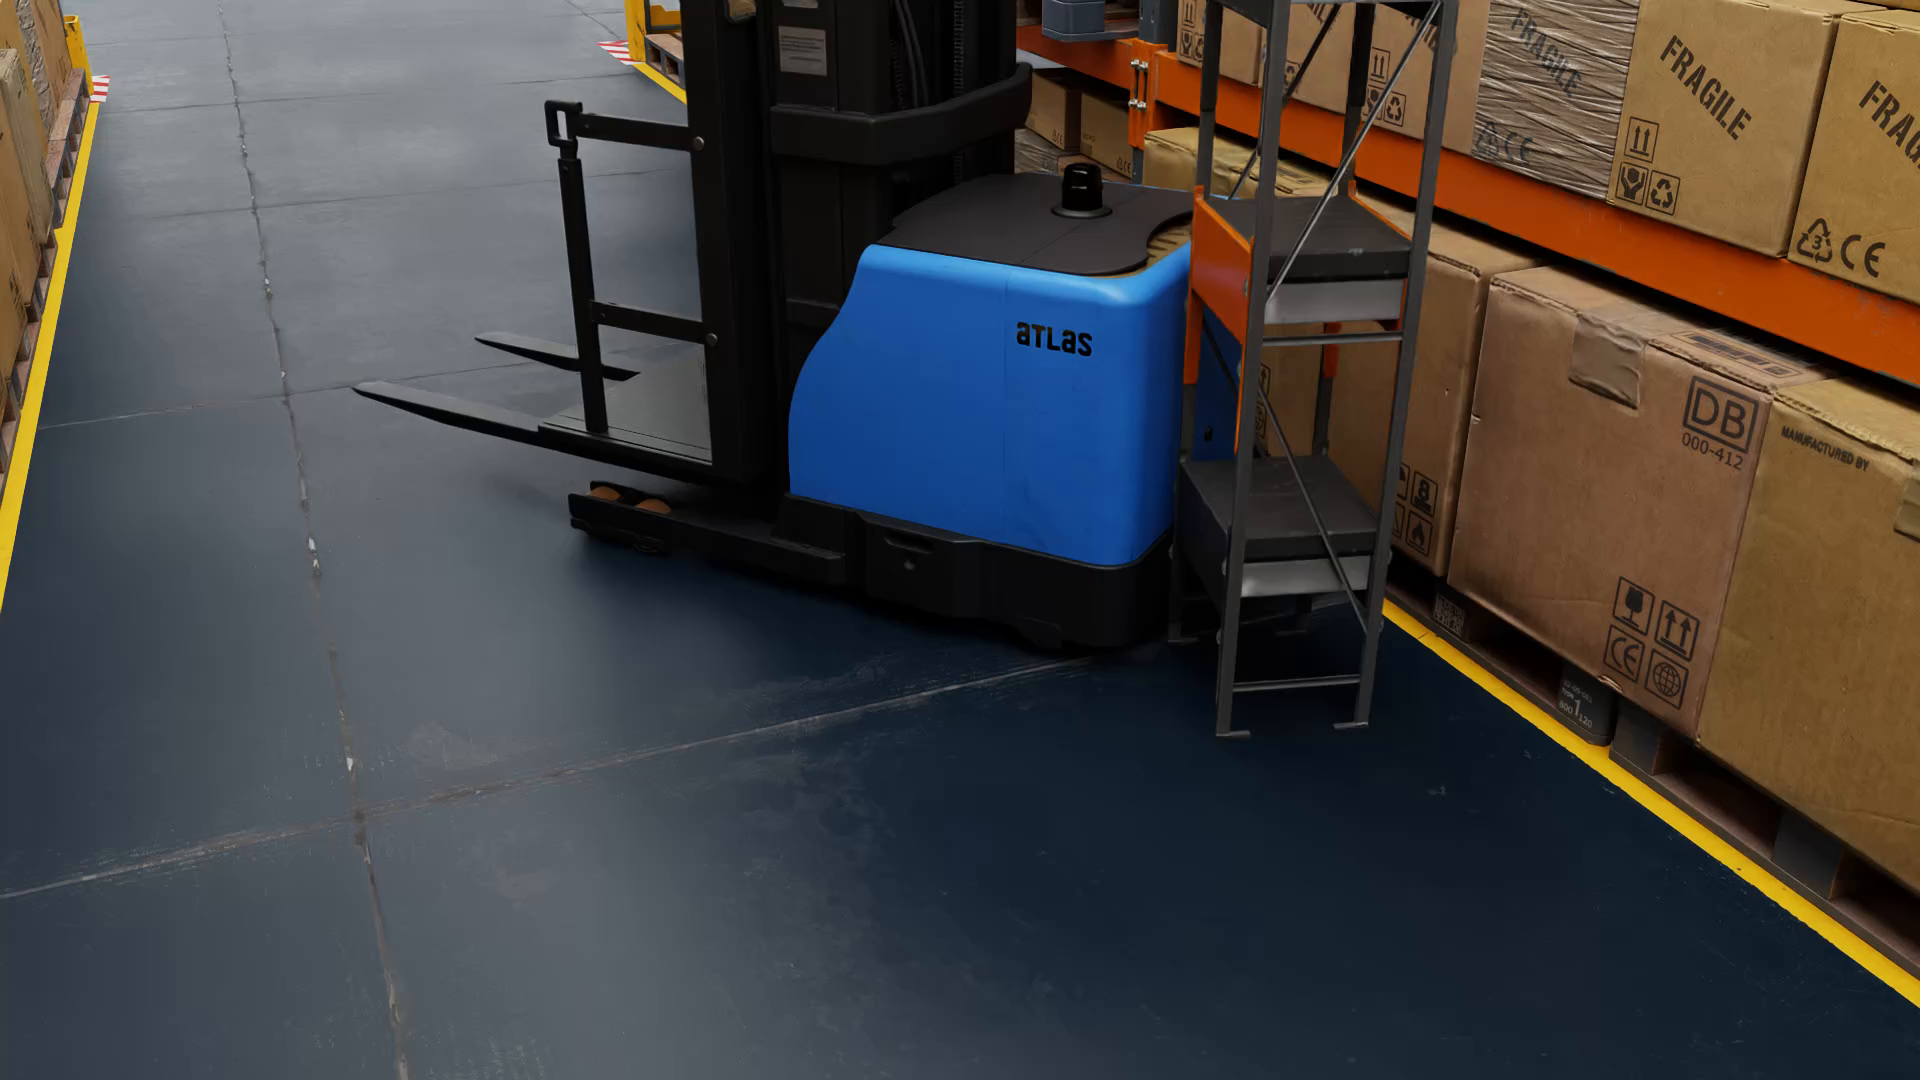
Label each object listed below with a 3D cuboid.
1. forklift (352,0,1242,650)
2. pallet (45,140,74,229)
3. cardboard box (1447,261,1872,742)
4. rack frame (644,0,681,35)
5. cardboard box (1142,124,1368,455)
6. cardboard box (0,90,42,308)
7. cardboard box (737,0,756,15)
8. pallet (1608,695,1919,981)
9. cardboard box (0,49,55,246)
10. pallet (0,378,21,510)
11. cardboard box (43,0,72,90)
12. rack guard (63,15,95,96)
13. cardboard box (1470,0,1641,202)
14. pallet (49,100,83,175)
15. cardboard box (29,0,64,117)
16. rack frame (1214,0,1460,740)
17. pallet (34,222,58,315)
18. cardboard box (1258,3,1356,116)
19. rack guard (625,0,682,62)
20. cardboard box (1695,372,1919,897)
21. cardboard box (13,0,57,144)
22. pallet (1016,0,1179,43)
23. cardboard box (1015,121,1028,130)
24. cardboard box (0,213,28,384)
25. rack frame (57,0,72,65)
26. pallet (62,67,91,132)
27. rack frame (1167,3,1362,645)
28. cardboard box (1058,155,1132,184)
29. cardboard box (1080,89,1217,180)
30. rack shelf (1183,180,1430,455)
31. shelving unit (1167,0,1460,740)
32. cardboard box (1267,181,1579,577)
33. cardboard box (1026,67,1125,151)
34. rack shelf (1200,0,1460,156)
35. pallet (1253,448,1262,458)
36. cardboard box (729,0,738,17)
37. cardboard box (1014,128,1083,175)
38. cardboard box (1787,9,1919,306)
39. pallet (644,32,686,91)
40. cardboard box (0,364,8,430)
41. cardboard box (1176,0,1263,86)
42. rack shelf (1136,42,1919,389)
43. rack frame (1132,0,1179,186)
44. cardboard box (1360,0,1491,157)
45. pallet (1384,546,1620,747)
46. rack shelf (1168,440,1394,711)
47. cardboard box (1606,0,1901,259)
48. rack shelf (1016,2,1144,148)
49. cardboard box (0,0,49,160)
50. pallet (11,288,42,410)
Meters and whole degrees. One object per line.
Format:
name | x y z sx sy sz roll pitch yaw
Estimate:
forklift | -0.647 -1.464 4.907 3.031 2.935 1.130 13 29 25
pallet | -5.290 -1.845 8.788 1.003 0.211 1.213 -11 28 -21
cardboard box | 2.053 -0.209 4.202 1.225 0.875 0.875 -12 28 -22
rack frame | -2.027 -5.204 12.490 1.000 3.000 0.127 -11 28 -21
cardboard box | 1.357 -0.926 5.671 1.225 0.875 0.875 -12 28 -23
cardboard box | -4.364 -1.330 6.641 1.050 0.750 0.750 -11 28 -21
cardboard box | -1.127 -3.290 10.940 0.500 0.500 0.500 -13 29 -25
pallet | 2.301 0.595 3.791 1.003 0.211 1.213 -11 28 -21
cardboard box | -4.738 -1.720 7.440 1.050 0.750 0.750 -11 28 -21
pallet | -3.737 -0.241 5.503 1.003 0.211 1.213 -11 28 -21
cardboard box | -6.304 -3.364 10.664 0.875 0.875 0.875 -10 28 -20
rack guard | -6.640 -3.279 11.396 1.175 0.500 0.348 -11 28 -21
cardboard box | 1.648 -1.160 4.093 0.500 0.500 0.500 -10 28 -20
pallet | -5.771 -2.338 9.799 1.003 0.211 1.213 -11 28 -21
cardboard box | -5.957 -3.009 9.938 0.875 0.875 0.875 -11 28 -21
rack frame | 0.846 -0.453 3.784 0.400 2.100 0.015 -3 26 -7
pallet | -4.692 -1.226 7.521 1.003 0.211 1.213 -11 28 -21
cardboard box | 1.250 -1.569 4.930 0.500 0.500 0.500 -11 28 -22
rack guard | -1.997 -4.050 12.975 1.175 0.500 0.348 -11 28 -21
cardboard box | 2.403 0.152 3.464 1.225 0.875 0.875 -10 28 -20
cardboard box | -5.602 -2.641 9.183 0.875 0.875 0.875 -10 28 -20
pallet | 0.729 -2.158 6.469 1.213 0.211 1.003 -11 28 -21
cardboard box | 0.368 -1.765 7.794 0.700 0.500 0.500 -8 27 -16
cardboard box | -3.999 -0.954 5.871 1.050 0.750 0.750 -10 28 -20
rack frame | -6.630 -4.393 10.828 1.000 3.000 0.127 -11 28 -21
pallet | -6.245 -2.830 10.806 1.003 0.211 1.213 -11 28 -21
rack frame | 0.779 -0.665 4.219 0.400 2.100 0.015 -3 26 -7
cardboard box | 0.825 -1.316 6.874 0.700 0.500 0.500 -12 29 -23
cardboard box | 0.816 -1.651 6.706 0.500 0.250 0.500 -9 28 -19
rack shelf | 0.813 -0.547 4.007 0.431 0.518 0.480 -3 26 -7
shelving unit | 0.813 -0.559 4.001 0.431 2.100 0.503 -3 26 -7
cardboard box | 1.699 -0.565 4.931 1.225 0.875 0.875 -10 28 -20
cardboard box | 0.599 -1.863 7.141 0.500 0.250 0.500 -7 27 -15
rack shelf | 0.812 -1.176 3.700 0.431 0.518 0.480 -3 26 -7
pallet | 1.345 -0.390 5.808 1.003 0.211 1.213 -11 28 -21
cardboard box | -1.304 -3.523 11.417 0.500 0.500 0.500 -8 27 -16
cardboard box | 0.596 -1.538 7.328 0.700 0.500 0.500 -13 29 -25
cardboard box | 2.051 -0.747 3.248 0.500 0.500 0.500 -10 28 -19
pallet | -1.712 -3.586 12.354 1.003 0.211 1.213 -11 28 -21
cardboard box | -3.653 -0.602 5.150 1.050 0.750 0.750 -11 28 -21
cardboard box | 1.046 -1.776 5.355 0.500 0.500 0.500 -10 28 -19
rack shelf | 1.889 -0.844 4.379 1.077 0.370 4.000 -11 28 -21
rack frame | 1.106 -1.974 5.875 1.000 3.000 0.127 -11 28 -21
cardboard box | 1.454 -1.362 4.507 0.500 0.500 0.500 -11 28 -22
pallet | 1.819 0.102 4.801 1.003 0.211 1.213 -11 28 -21
rack shelf | 0.813 0.082 4.314 0.431 0.518 0.480 -3 26 -7
cardboard box | 1.840 -0.957 3.677 0.500 0.500 0.500 -11 28 -21
rack shelf | 0.323 -2.458 7.686 1.077 0.370 4.000 -11 28 -21
cardboard box | -5.246 -2.278 8.439 0.875 0.875 0.875 -10 28 -20
pallet | -4.211 -0.733 6.510 1.003 0.211 1.213 -11 28 -21
